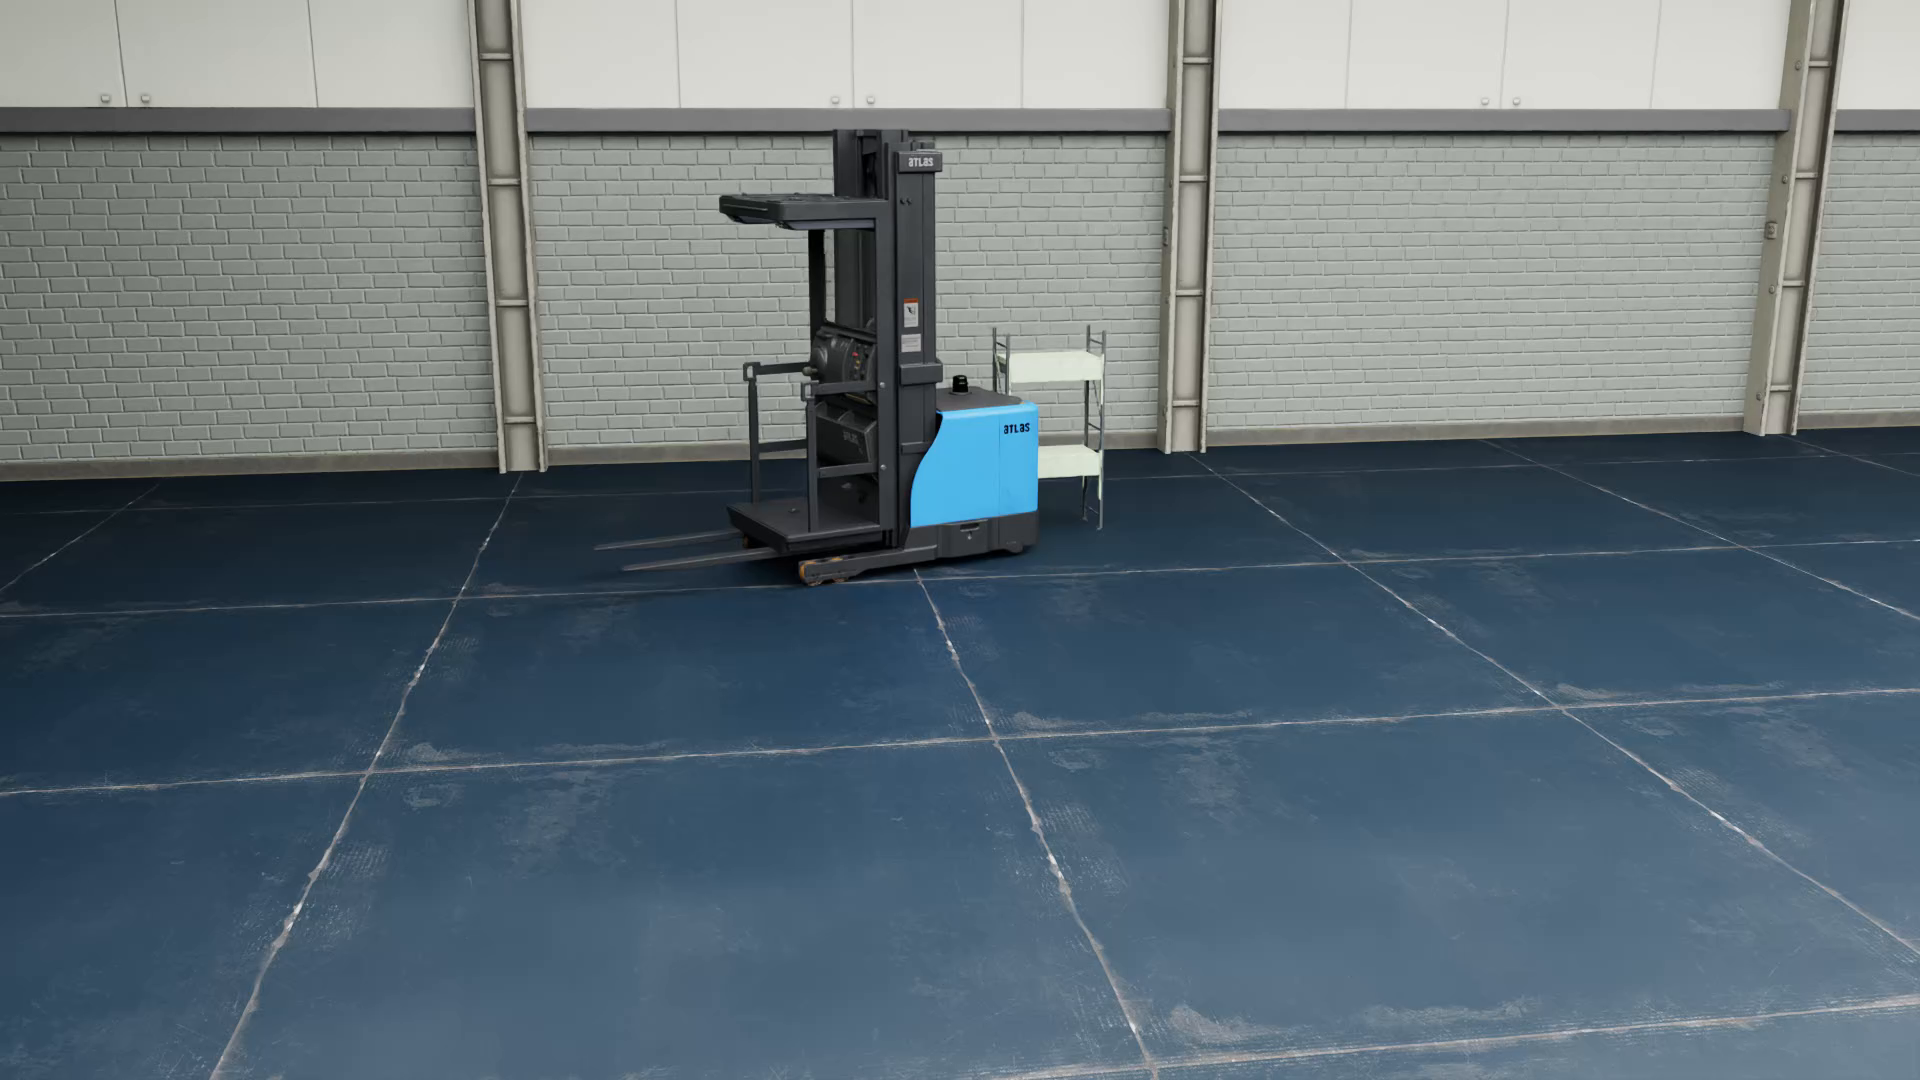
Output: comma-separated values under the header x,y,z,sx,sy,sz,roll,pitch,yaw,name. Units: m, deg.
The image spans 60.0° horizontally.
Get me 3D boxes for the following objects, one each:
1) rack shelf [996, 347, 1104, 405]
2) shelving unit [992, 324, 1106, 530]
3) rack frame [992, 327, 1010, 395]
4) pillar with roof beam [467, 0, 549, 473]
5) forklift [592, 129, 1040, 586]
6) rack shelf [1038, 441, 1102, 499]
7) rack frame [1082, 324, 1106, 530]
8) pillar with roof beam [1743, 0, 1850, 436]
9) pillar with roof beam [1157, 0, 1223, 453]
x,y,z,sx,sy,sz,roll,pitch,yaw,name
0.656,-1.207,12.347,0.720,0.370,0.431,-4,15,-14,rack shelf
0.656,-0.828,12.442,0.755,1.500,0.431,-4,15,-14,shelving unit
0.301,-0.806,12.354,0.023,1.500,0.400,-4,15,-14,rack frame
-3.218,-3.959,9.507,0.400,9.000,9.100,-2,14,-8,pillar with roof beam
-0.975,-1.262,11.230,3.031,2.935,1.130,-8,16,-28,forklift
0.656,-0.512,12.521,0.720,0.370,0.431,-4,15,-14,rack shelf
1.010,-0.851,12.530,0.023,1.500,0.400,-4,15,-14,rack frame
8.648,-4.393,11.241,0.400,9.000,9.100,-2,14,-8,pillar with roof beam
2.715,-4.176,10.374,0.400,9.000,9.100,-2,14,-8,pillar with roof beam
